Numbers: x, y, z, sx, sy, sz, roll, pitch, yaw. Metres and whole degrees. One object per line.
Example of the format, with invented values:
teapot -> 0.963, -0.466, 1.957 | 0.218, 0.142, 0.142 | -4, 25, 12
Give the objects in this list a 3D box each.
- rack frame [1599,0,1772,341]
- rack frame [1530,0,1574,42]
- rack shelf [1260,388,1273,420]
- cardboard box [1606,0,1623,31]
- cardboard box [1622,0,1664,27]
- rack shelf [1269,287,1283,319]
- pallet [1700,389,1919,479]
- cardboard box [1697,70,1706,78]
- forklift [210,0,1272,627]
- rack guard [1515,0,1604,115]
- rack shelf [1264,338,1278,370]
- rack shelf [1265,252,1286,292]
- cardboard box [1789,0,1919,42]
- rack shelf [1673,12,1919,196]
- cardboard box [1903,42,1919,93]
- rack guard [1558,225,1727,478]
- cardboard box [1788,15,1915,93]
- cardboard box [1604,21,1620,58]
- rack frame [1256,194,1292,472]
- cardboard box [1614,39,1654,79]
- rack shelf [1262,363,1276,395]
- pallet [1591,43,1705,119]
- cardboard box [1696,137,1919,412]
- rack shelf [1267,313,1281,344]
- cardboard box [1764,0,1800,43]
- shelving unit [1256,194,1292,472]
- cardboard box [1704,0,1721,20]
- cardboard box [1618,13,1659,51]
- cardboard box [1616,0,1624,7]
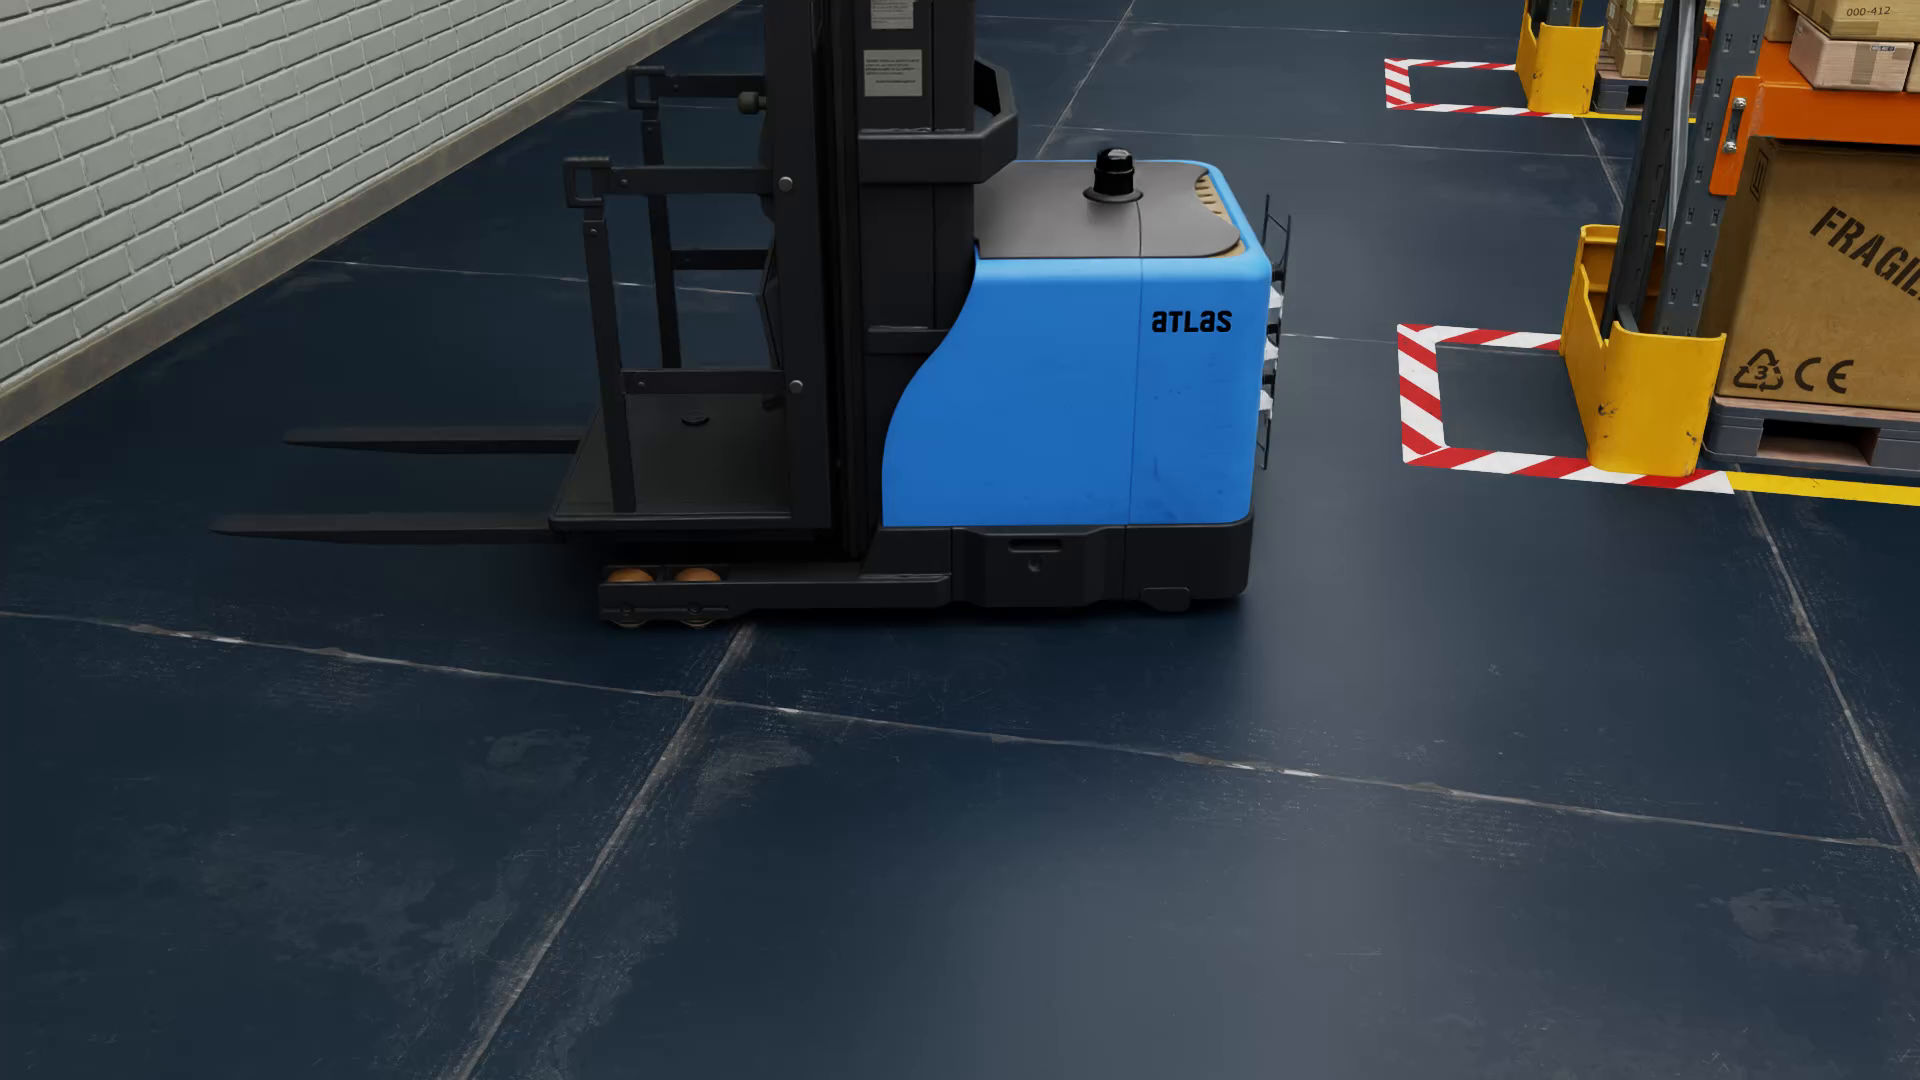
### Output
rack frame -> 2.471, -1.810, 5.432 | 0.127, 3.000, 1.000 | 6, 29, 11
rack frame -> 3.606, -4.129, 9.668 | 0.127, 3.000, 1.000 | 6, 29, 11
rack shelf -> 0.925, -0.489, 5.649 | 0.200, 0.077, 0.258 | -5, 29, -8
cardboard box -> 4.182, -3.274, 10.329 | 0.250, 0.149, 0.380 | 5, 29, 9
cardboard box -> 4.047, -3.112, 9.722 | 0.250, 0.149, 0.380 | 5, 29, 8
rack shelf -> 0.925, -0.804, 5.477 | 0.200, 0.077, 0.258 | -5, 29, -8
pallet -> 3.270, -0.543, 6.022 | 1.213, 0.211, 1.003 | 6, 29, 11
cardboard box -> 4.325, -2.872, 9.904 | 0.250, 0.149, 0.380 | 6, 29, 10
forklift -> -0.679, -1.292, 4.558 | 3.031, 2.935, 1.130 | 0, 29, -1
rack guard -> 3.680, -3.025, 10.255 | 0.348, 0.500, 1.175 | 6, 29, 11
rack shelf -> 0.925, -0.646, 5.563 | 0.200, 0.077, 0.258 | -5, 29, -8
rack shelf -> 0.925, -0.883, 5.433 | 0.200, 0.077, 0.258 | -5, 29, -8
cardboard box -> 2.884, -1.700, 5.077 | 0.500, 0.250, 0.500 | 5, 29, 9
rack shelf -> 4.427, -1.294, 5.239 | 4.000, 0.370, 1.077 | 6, 29, 11
cardboard box -> 3.001, -1.484, 5.099 | 0.250, 0.149, 0.380 | 5, 29, 10
rack guard -> 2.448, -0.716, 6.037 | 0.348, 0.500, 1.175 | 6, 29, 11
cardboard box -> 2.750, -1.509, 5.144 | 0.250, 0.149, 0.380 | 6, 29, 11
cardboard box -> 4.164, -3.108, 10.335 | 0.250, 0.149, 0.380 | 6, 29, 11
rack frame -> 1.026, -0.684, 5.562 | 0.006, 0.900, 0.240 | -5, 29, -8
cardboard box -> 4.051, -2.860, 9.882 | 0.250, 0.149, 0.380 | 6, 29, 12
rack shelf -> 0.925, -0.567, 5.606 | 0.200, 0.077, 0.258 | -5, 29, -8
pallet -> 4.467, -2.800, 10.145 | 1.213, 0.211, 1.003 | 6, 29, 11
cardboard box -> 3.114, -1.035, 5.793 | 0.875, 0.875, 0.875 | 6, 29, 11
rack shelf -> 0.925, -0.725, 5.520 | 0.200, 0.077, 0.258 | -5, 29, -8
cardboard box -> 2.888, -1.819, 5.710 | 0.250, 0.149, 0.380 | 6, 29, 12
shelving unit -> 0.925, -0.676, 5.547 | 0.210, 0.900, 0.258 | -5, 29, -8
cardboard box -> 4.342, -3.140, 9.775 | 0.250, 0.149, 0.380 | 6, 29, 11
cardboard box -> 4.065, -3.020, 9.864 | 0.250, 0.149, 0.380 | 7, 29, 13
cardboard box -> 4.177, -3.390, 10.230 | 0.250, 0.149, 0.380 | 6, 29, 11
